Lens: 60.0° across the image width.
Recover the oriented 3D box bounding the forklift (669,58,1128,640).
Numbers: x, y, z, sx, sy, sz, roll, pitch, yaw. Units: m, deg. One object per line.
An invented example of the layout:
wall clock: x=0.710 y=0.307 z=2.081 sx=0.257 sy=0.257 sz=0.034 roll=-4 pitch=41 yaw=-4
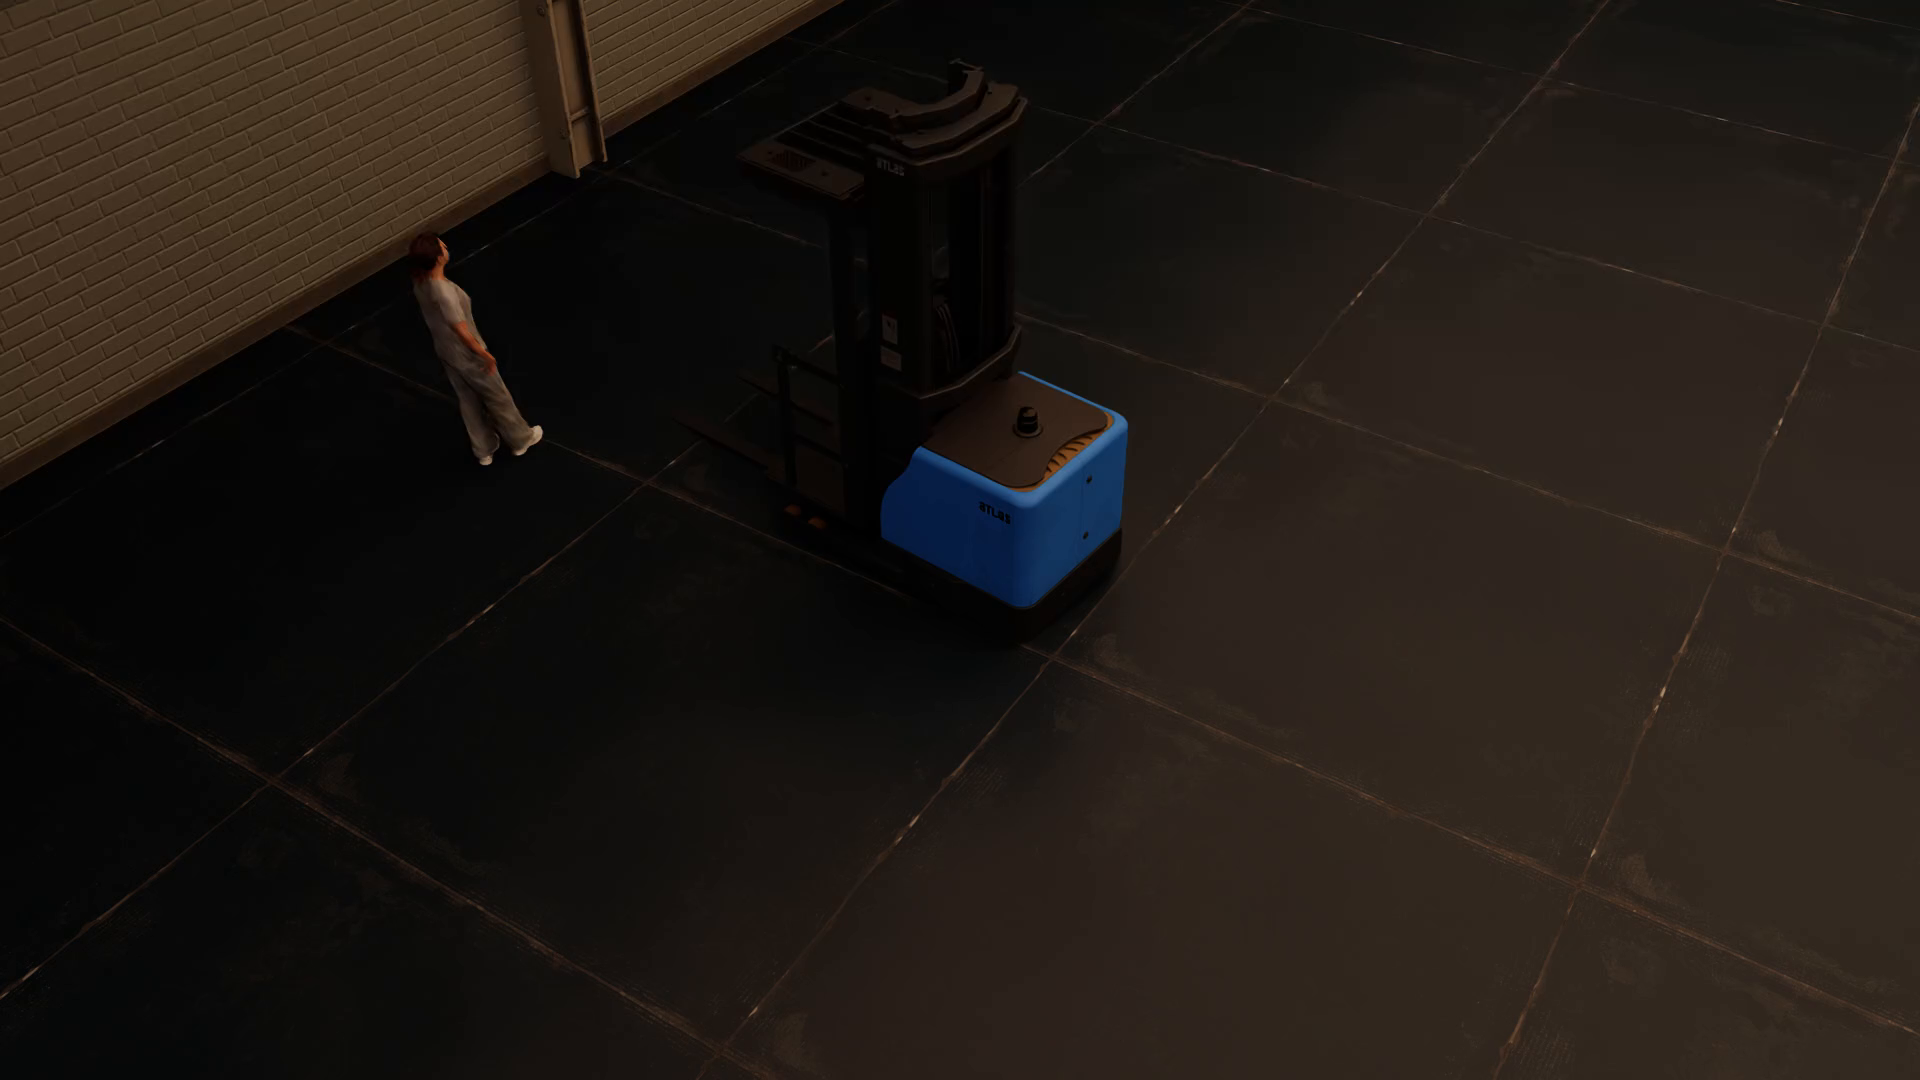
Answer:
forklift: x=-0.506 y=-1.336 z=9.543 sx=3.031 sy=2.935 sz=1.130 roll=27 pitch=47 yaw=28

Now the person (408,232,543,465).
person: x=-3.008 y=-1.213 z=10.362 sx=0.627 sy=1.675 sz=0.526 roll=-33 pitch=50 yaw=-33
